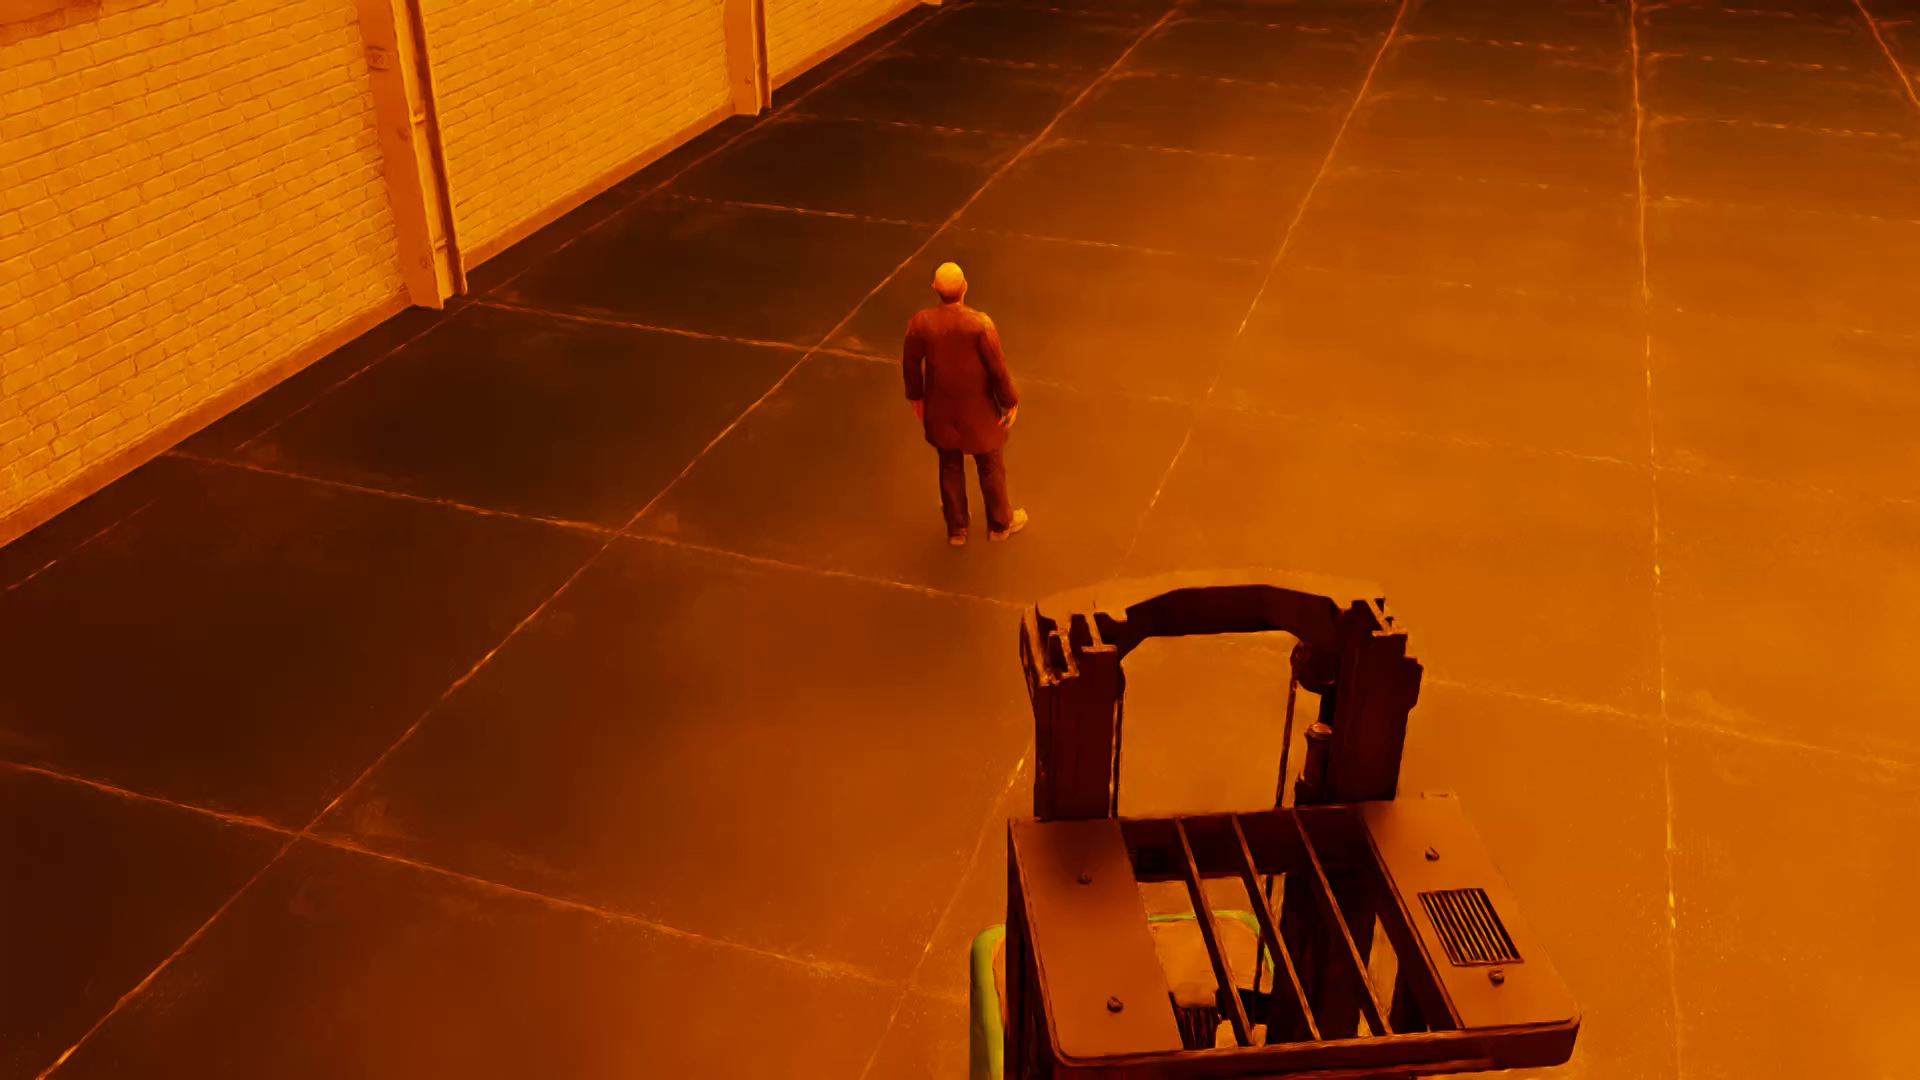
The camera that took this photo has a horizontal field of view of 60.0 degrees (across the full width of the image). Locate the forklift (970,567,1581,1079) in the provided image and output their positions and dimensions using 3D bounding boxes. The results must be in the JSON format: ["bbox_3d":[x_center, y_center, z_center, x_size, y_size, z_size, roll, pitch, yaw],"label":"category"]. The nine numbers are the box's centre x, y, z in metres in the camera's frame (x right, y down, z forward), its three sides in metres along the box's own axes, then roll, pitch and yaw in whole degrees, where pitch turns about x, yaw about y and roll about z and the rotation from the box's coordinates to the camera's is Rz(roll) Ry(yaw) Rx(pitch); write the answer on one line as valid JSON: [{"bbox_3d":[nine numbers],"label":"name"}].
[{"bbox_3d":[0.683,1.670,4.208,1.130,2.935,3.031,-3,30,-5],"label":"forklift"}]

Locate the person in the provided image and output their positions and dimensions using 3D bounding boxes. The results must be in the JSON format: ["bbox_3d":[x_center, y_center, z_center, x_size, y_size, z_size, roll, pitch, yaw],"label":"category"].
[{"bbox_3d":[0.034,-0.821,9.726,0.694,1.776,0.580,10,31,16],"label":"person"}]
